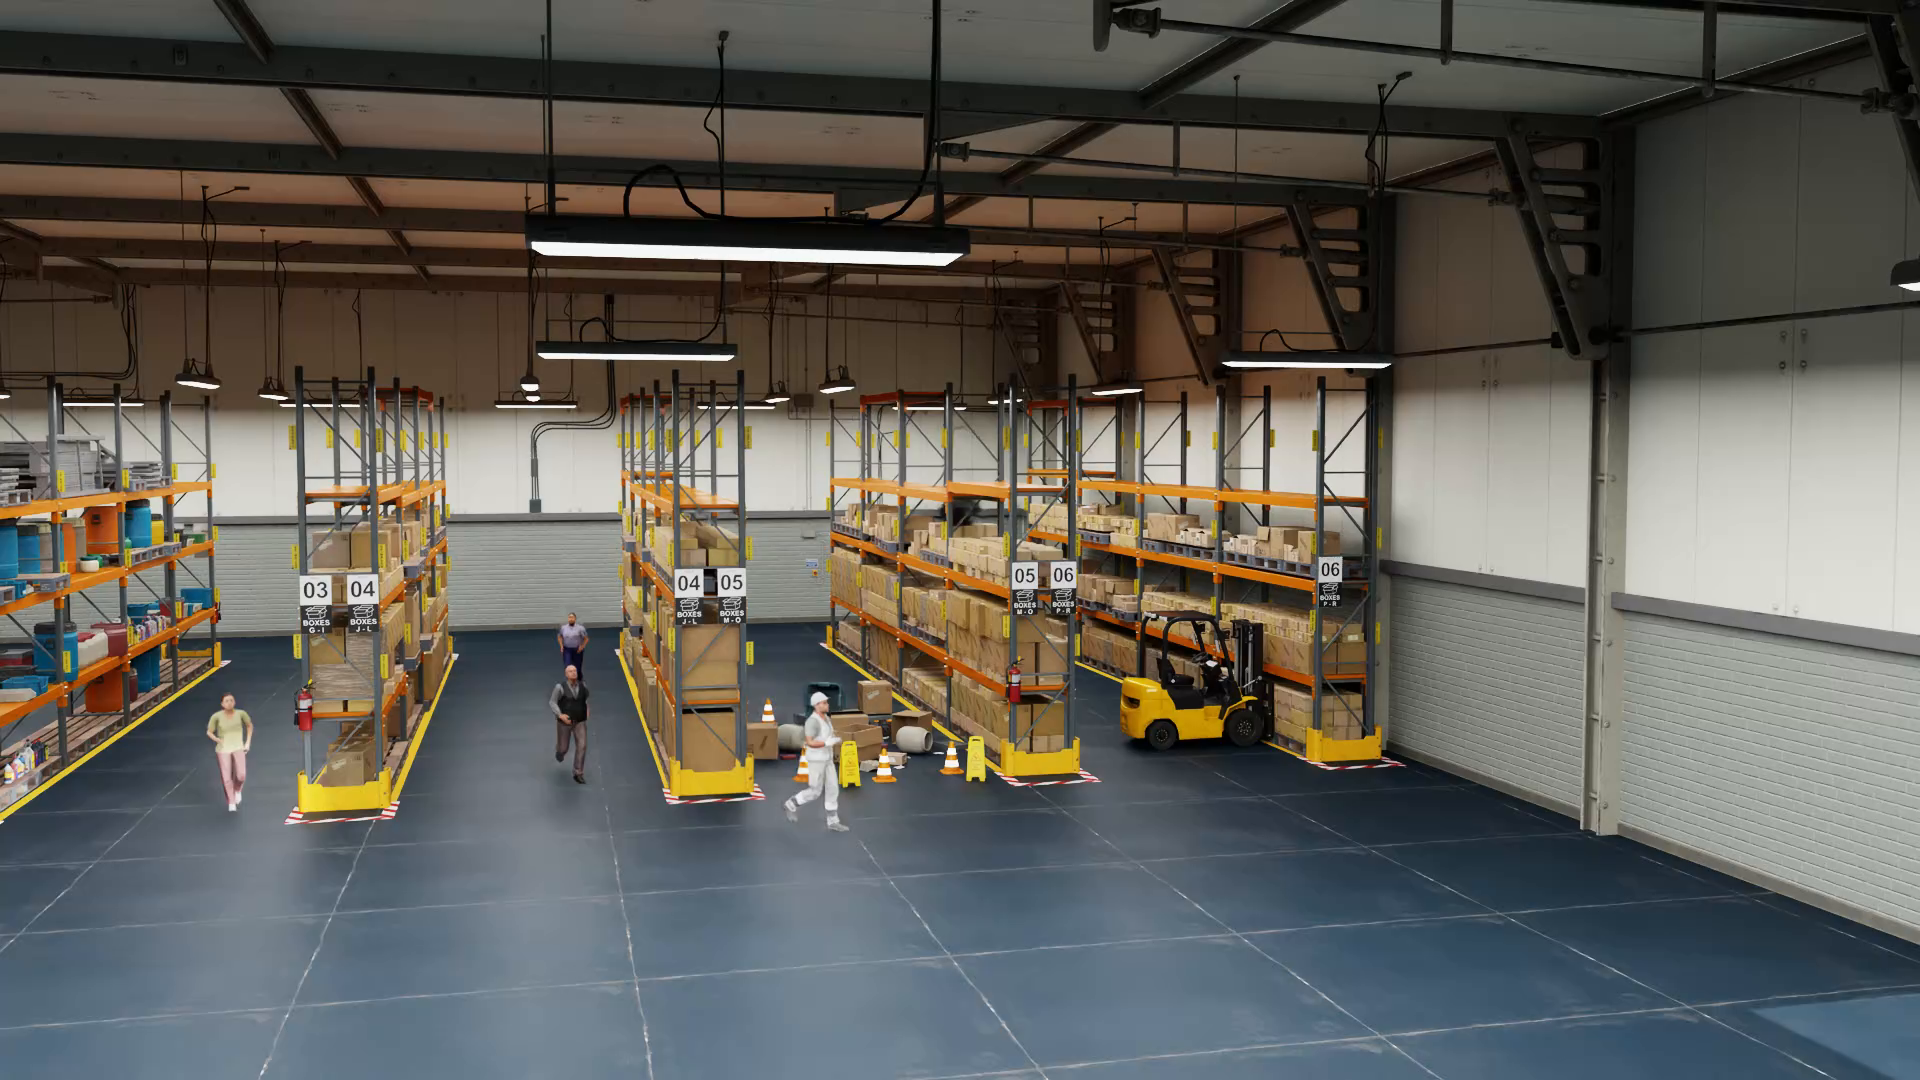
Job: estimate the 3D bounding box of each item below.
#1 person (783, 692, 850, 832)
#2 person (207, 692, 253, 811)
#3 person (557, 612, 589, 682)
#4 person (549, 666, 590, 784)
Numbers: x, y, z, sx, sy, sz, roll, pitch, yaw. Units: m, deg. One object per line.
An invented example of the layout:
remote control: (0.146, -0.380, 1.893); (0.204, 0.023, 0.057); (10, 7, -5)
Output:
person: (-1.833, 2.826, 21.277); (0.908, 1.770, 0.668); (1, 4, 21)
person: (-9.839, 2.868, 22.444); (0.587, 1.601, 0.566); (-2, 4, -29)
person: (-7.654, 2.238, 32.879); (0.618, 1.629, 0.742); (0, 3, -7)
person: (-5.764, 2.709, 24.654); (0.643, 1.710, 0.993); (-2, 4, -25)
